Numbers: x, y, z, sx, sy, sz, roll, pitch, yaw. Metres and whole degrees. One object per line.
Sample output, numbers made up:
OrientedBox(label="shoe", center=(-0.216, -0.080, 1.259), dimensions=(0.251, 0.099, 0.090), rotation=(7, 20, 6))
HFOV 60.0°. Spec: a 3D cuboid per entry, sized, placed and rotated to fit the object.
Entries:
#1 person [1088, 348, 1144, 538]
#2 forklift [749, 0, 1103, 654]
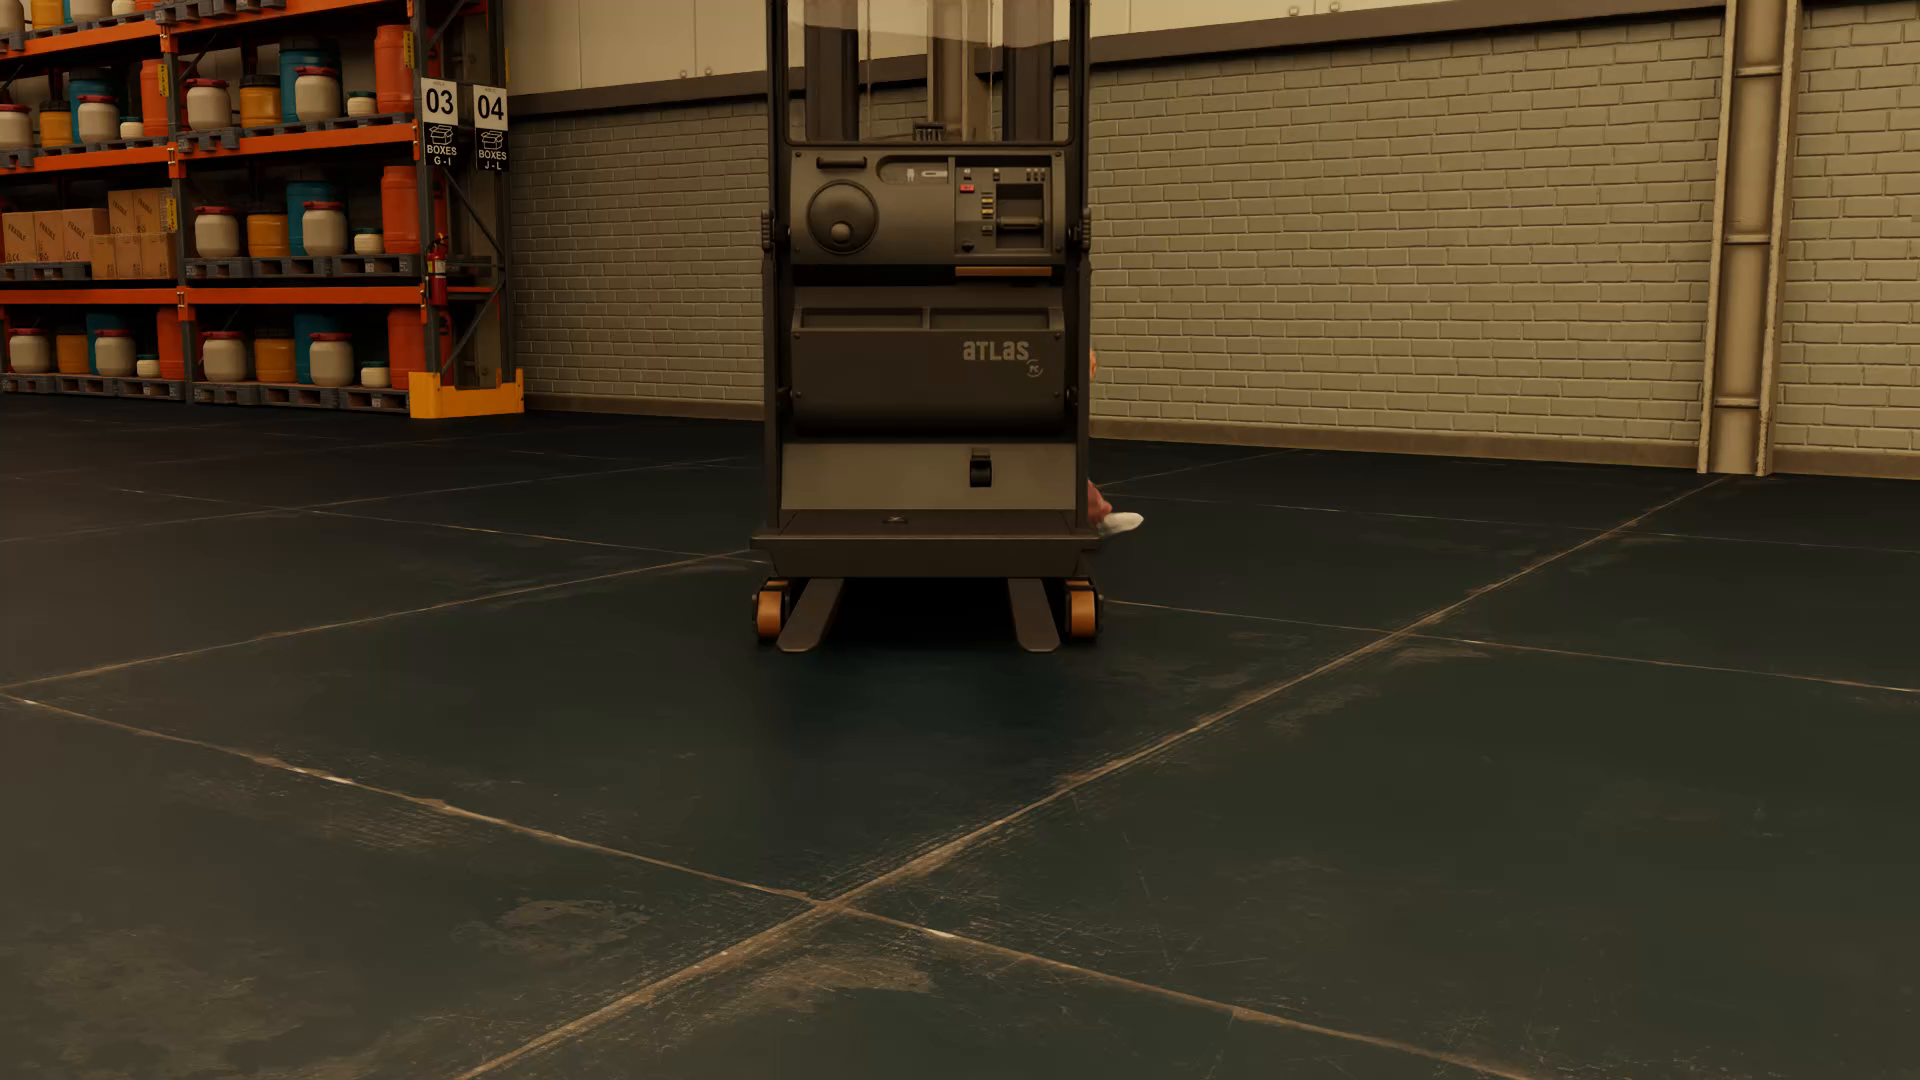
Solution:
OrientedBox(label="person", center=(0.387, -0.770, 7.233), dimensions=(0.883, 1.633, 0.649), rotation=(2, 8, 16))
OrientedBox(label="forklift", center=(-0.106, -1.170, 5.424), dimensions=(1.130, 2.935, 3.031), rotation=(0, 8, 0))
